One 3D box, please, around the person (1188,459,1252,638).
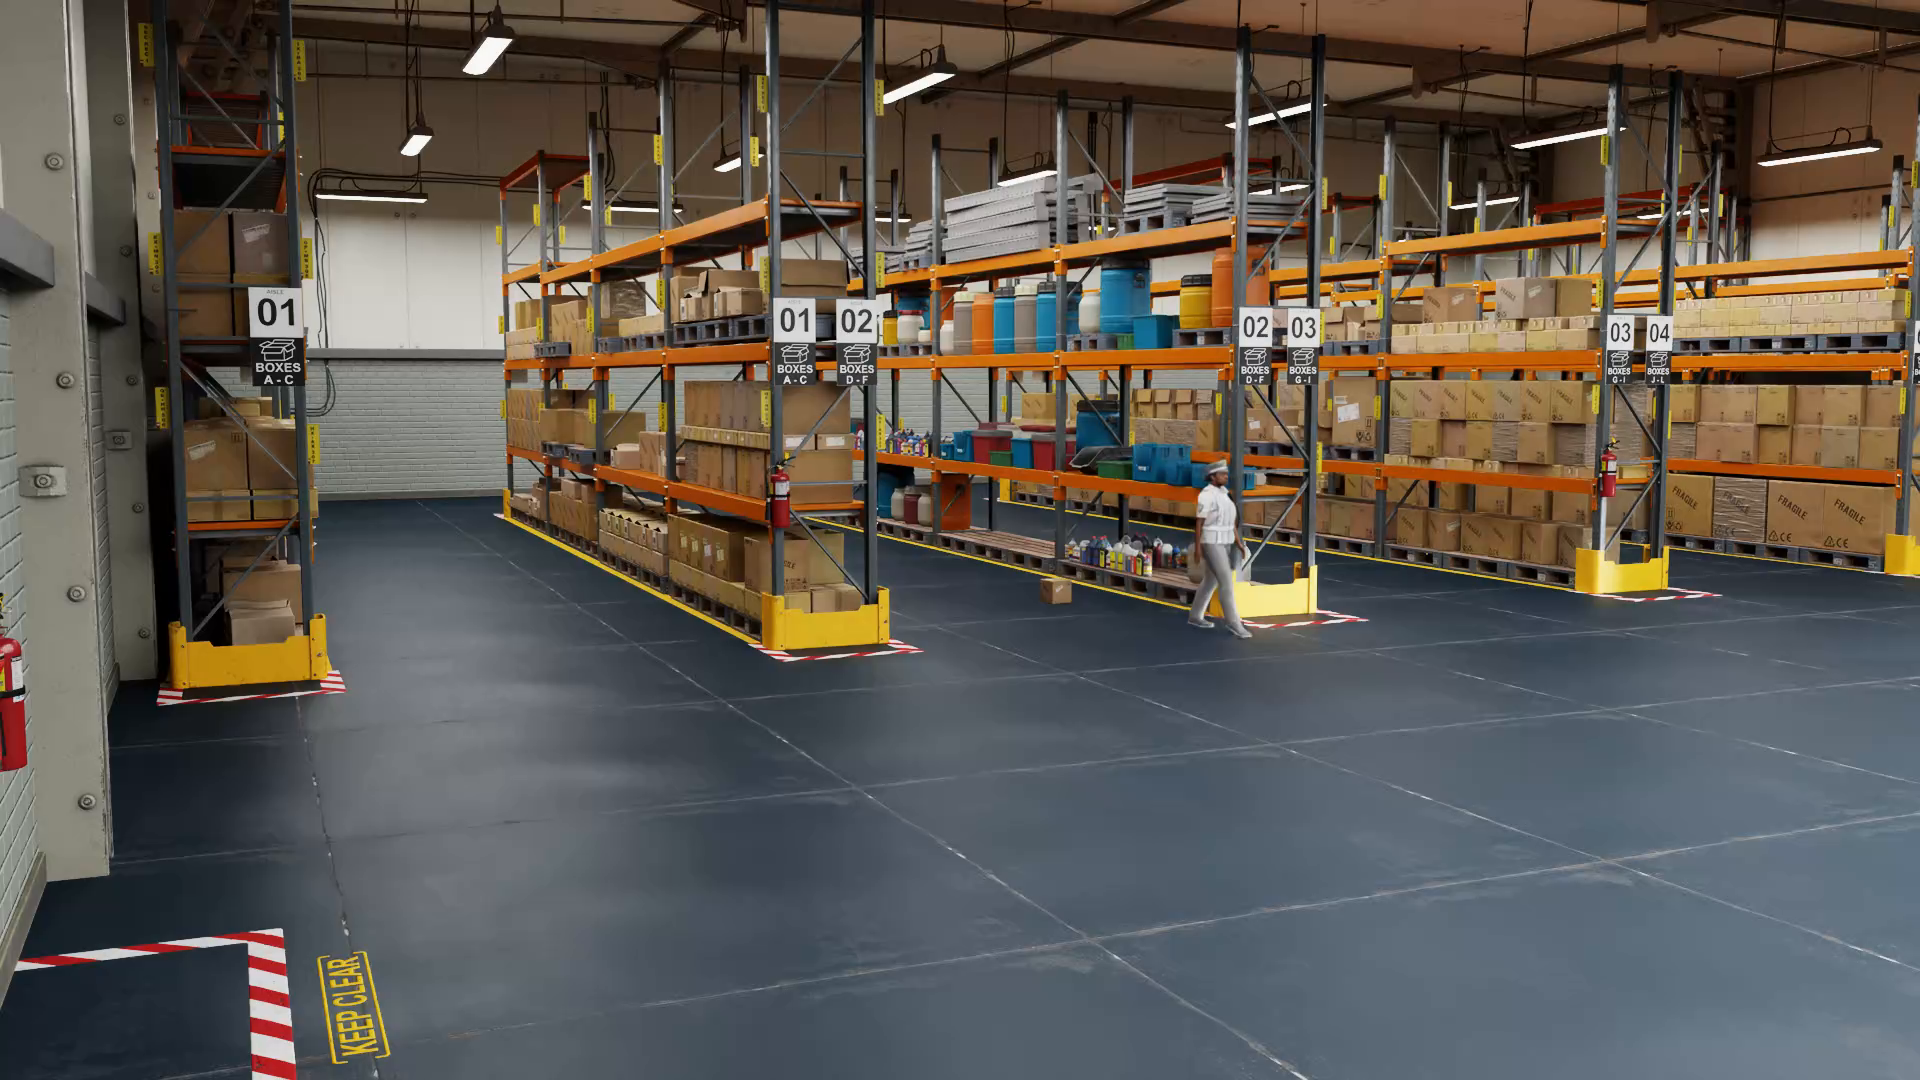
[{"bbox_3d":[2.571,0.059,16.148,0.788,1.686,0.462,4,7,38],"label":"person"}]
